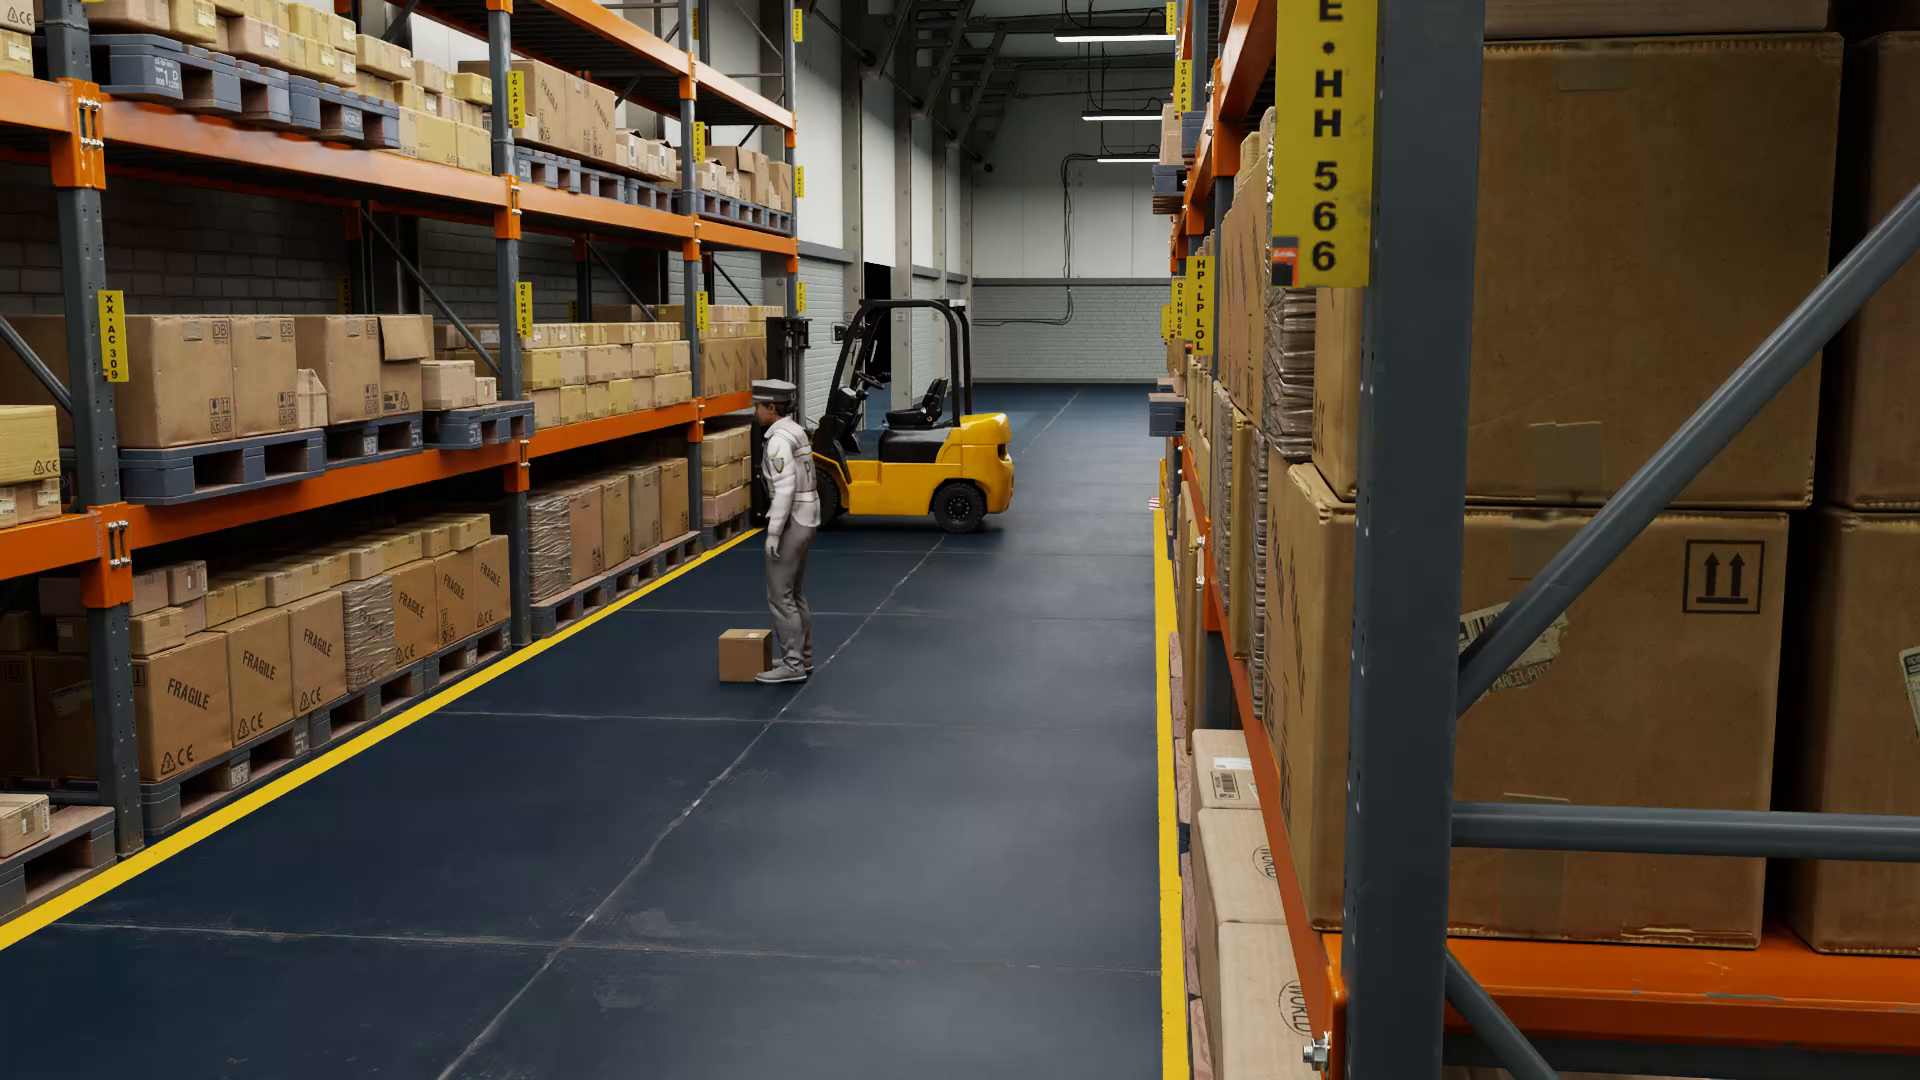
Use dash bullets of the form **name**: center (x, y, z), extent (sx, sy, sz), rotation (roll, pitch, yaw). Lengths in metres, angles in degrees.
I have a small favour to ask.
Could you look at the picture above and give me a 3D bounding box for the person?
- **person**: center (-0.962, -0.052, 9.171), extent (0.379, 1.663, 0.536), rotation (1, 8, 5)
